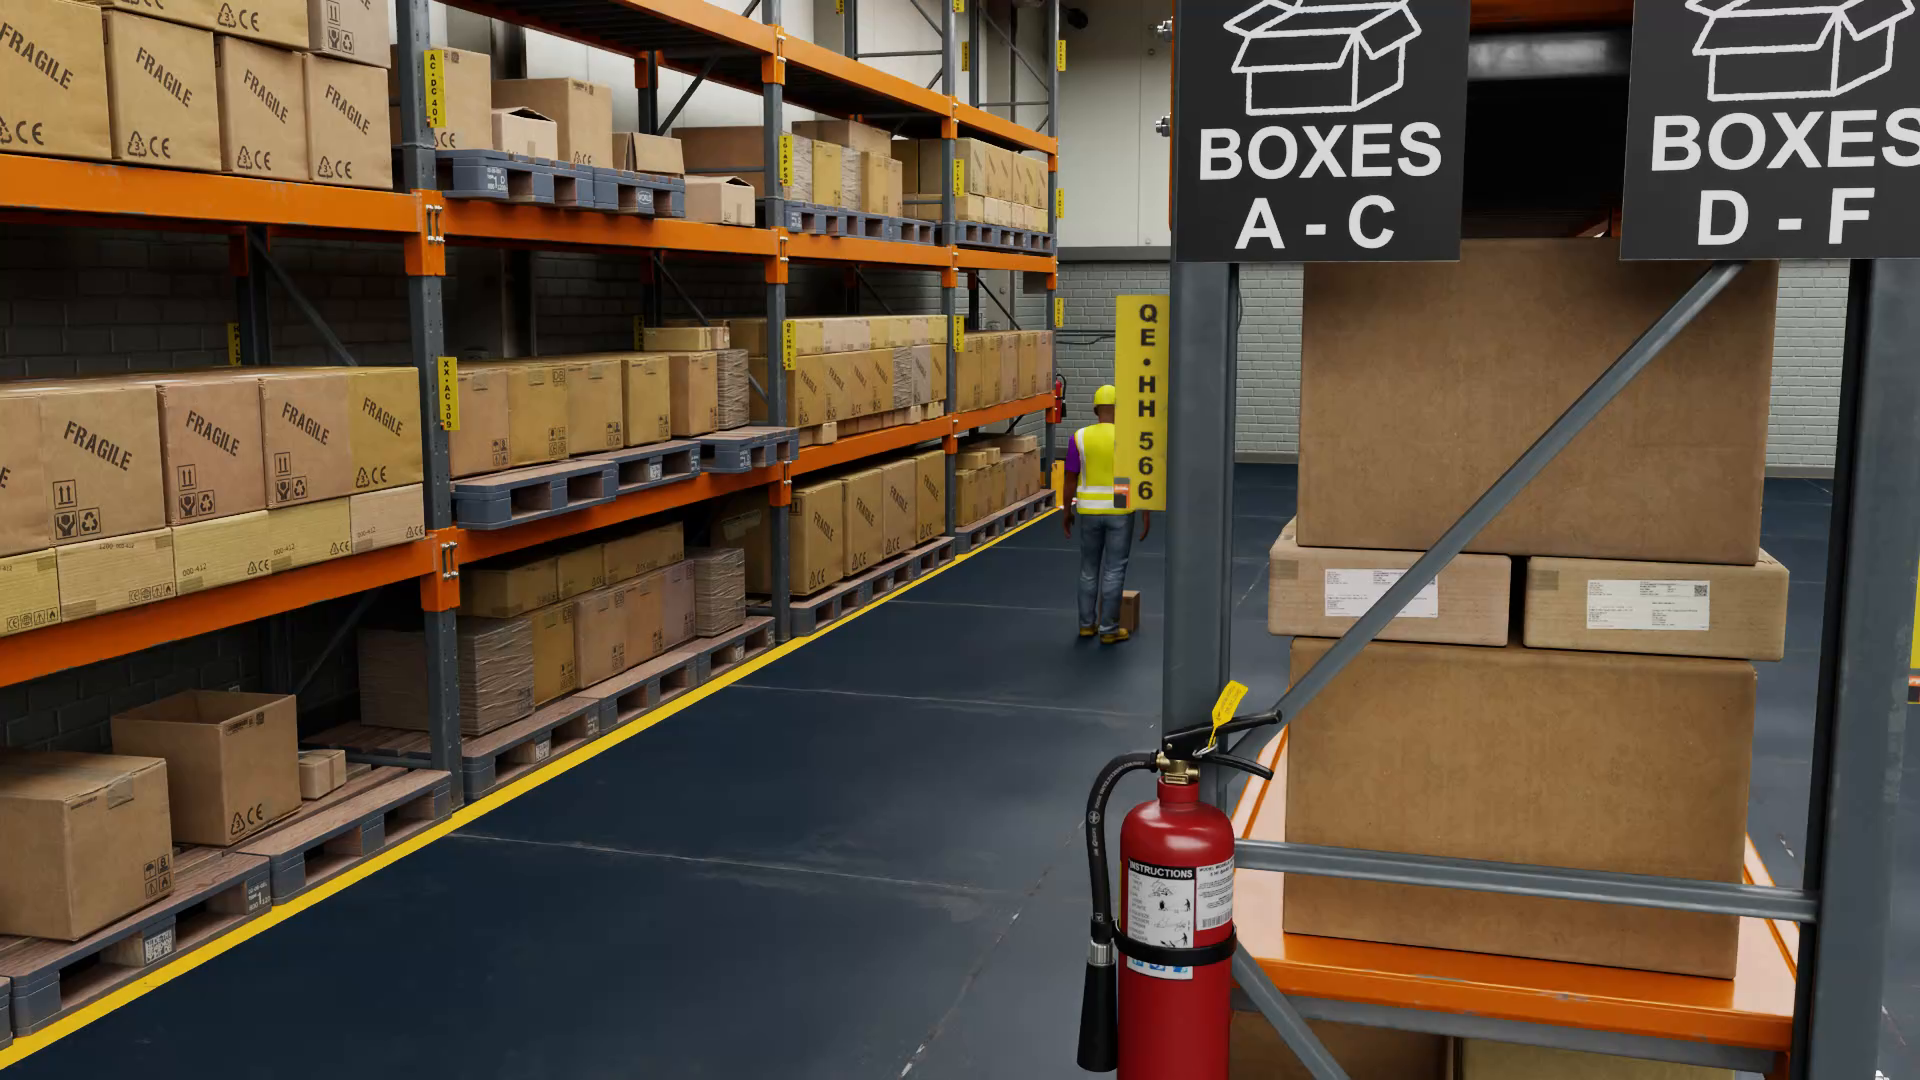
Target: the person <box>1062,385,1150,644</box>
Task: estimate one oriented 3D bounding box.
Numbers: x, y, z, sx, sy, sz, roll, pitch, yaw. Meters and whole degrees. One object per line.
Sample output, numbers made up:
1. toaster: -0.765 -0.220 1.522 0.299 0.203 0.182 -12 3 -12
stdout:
1. person: 1.042 -0.190 11.517 0.607 1.766 0.552 3 9 21
